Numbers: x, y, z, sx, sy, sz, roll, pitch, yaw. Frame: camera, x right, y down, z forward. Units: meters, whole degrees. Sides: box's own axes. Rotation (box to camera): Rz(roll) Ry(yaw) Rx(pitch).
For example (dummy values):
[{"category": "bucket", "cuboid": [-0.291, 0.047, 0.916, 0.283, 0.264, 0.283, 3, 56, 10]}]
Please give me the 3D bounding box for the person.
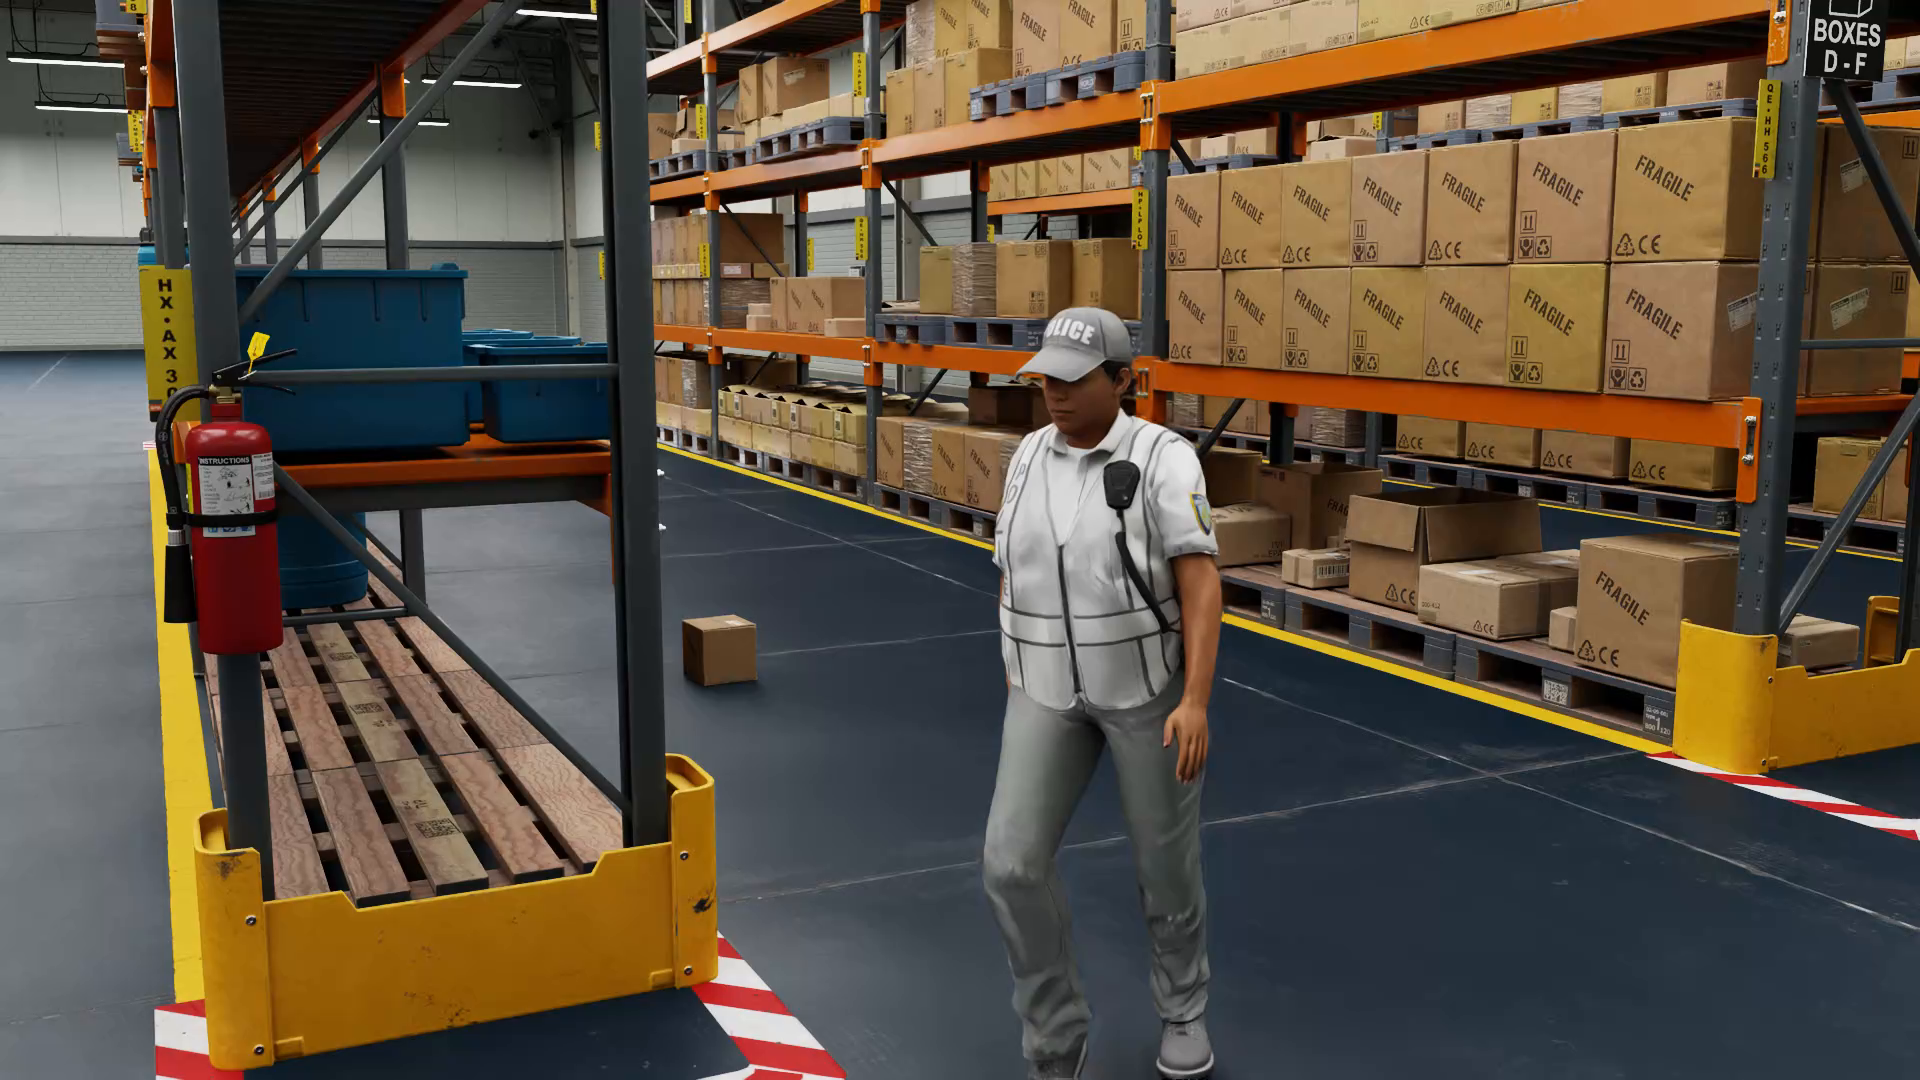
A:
[{"category": "person", "cuboid": [0.307, 0.380, 3.496, 0.553, 1.731, 0.562, 4, 9, 24]}]
